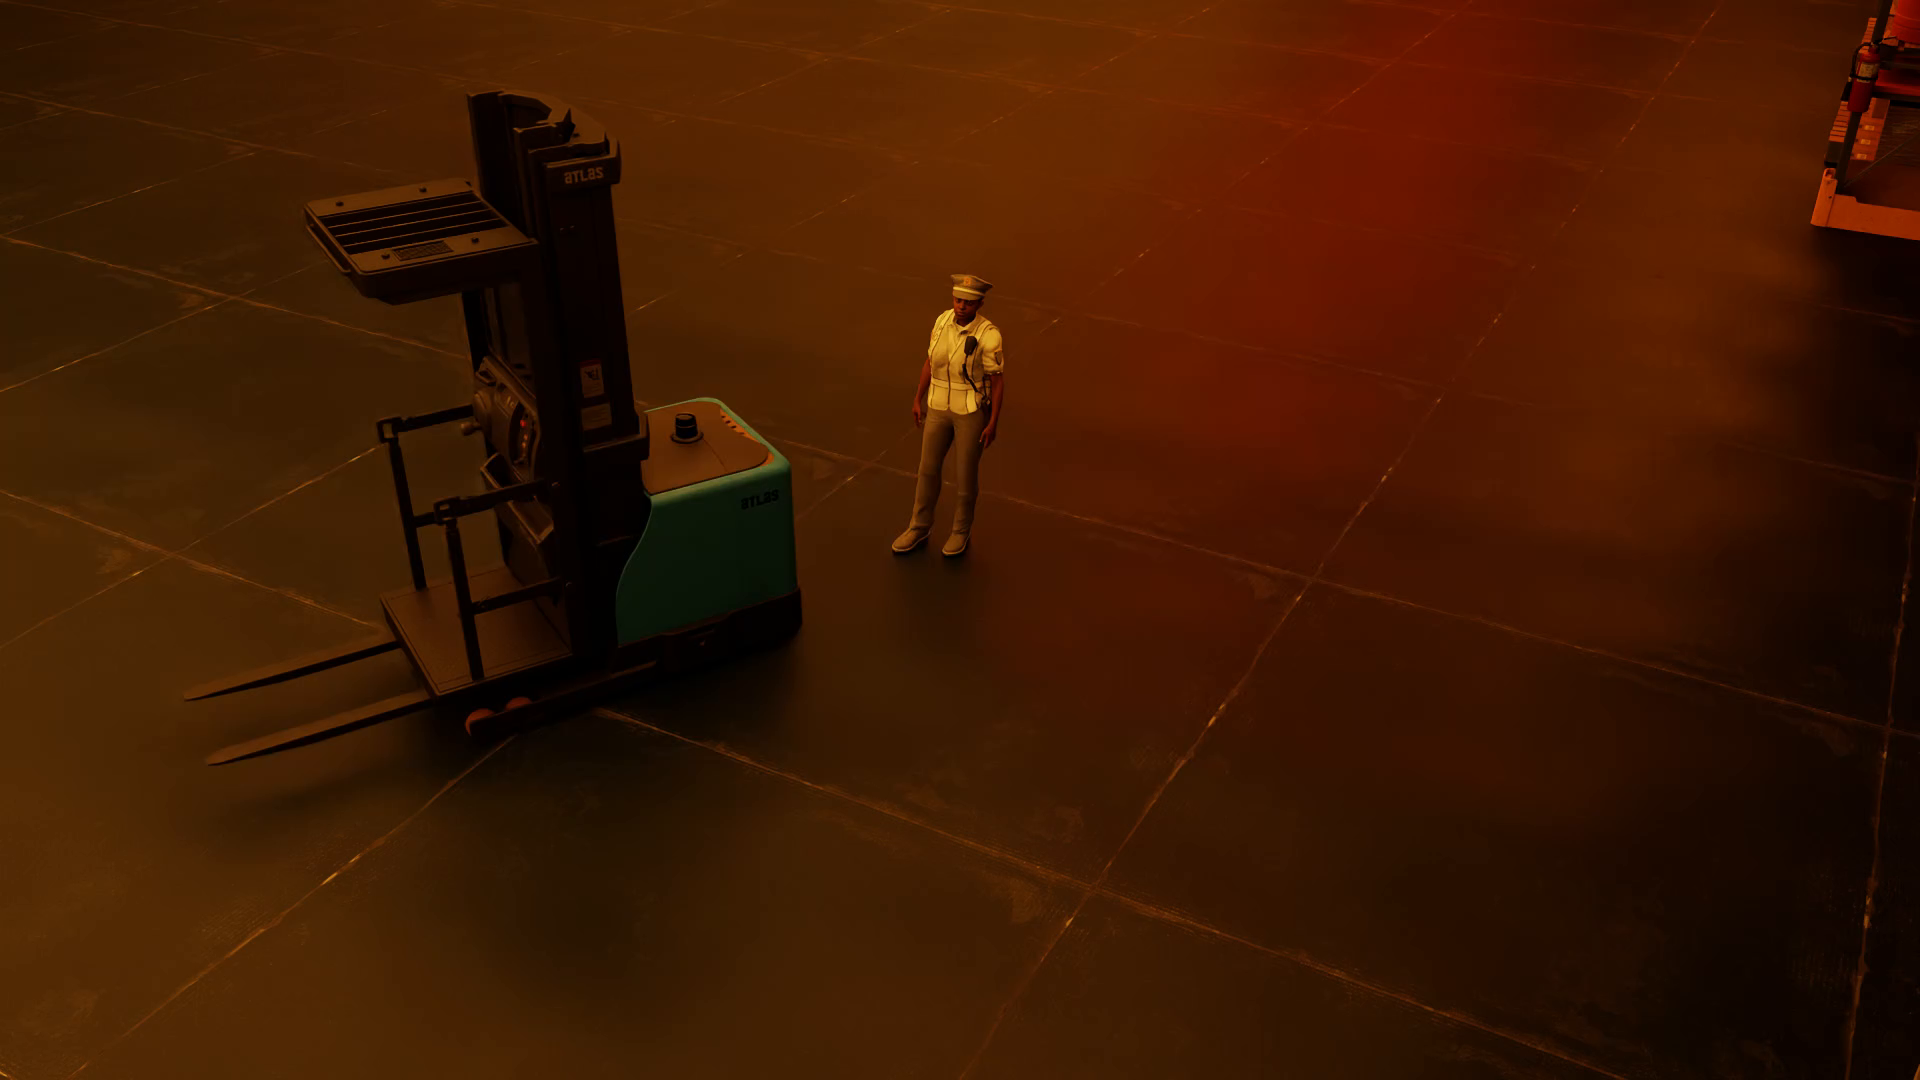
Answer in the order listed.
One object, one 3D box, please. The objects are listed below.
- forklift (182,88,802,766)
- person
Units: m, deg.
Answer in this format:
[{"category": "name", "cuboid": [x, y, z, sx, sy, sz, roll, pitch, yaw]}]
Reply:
[{"category": "forklift", "cuboid": [-2.386, -0.565, 8.050, 3.031, 2.935, 1.130, -17, 34, -27]}, {"category": "person", "cuboid": [-0.053, -0.712, 9.526, 0.570, 1.697, 0.528, 15, 33, 25]}]
